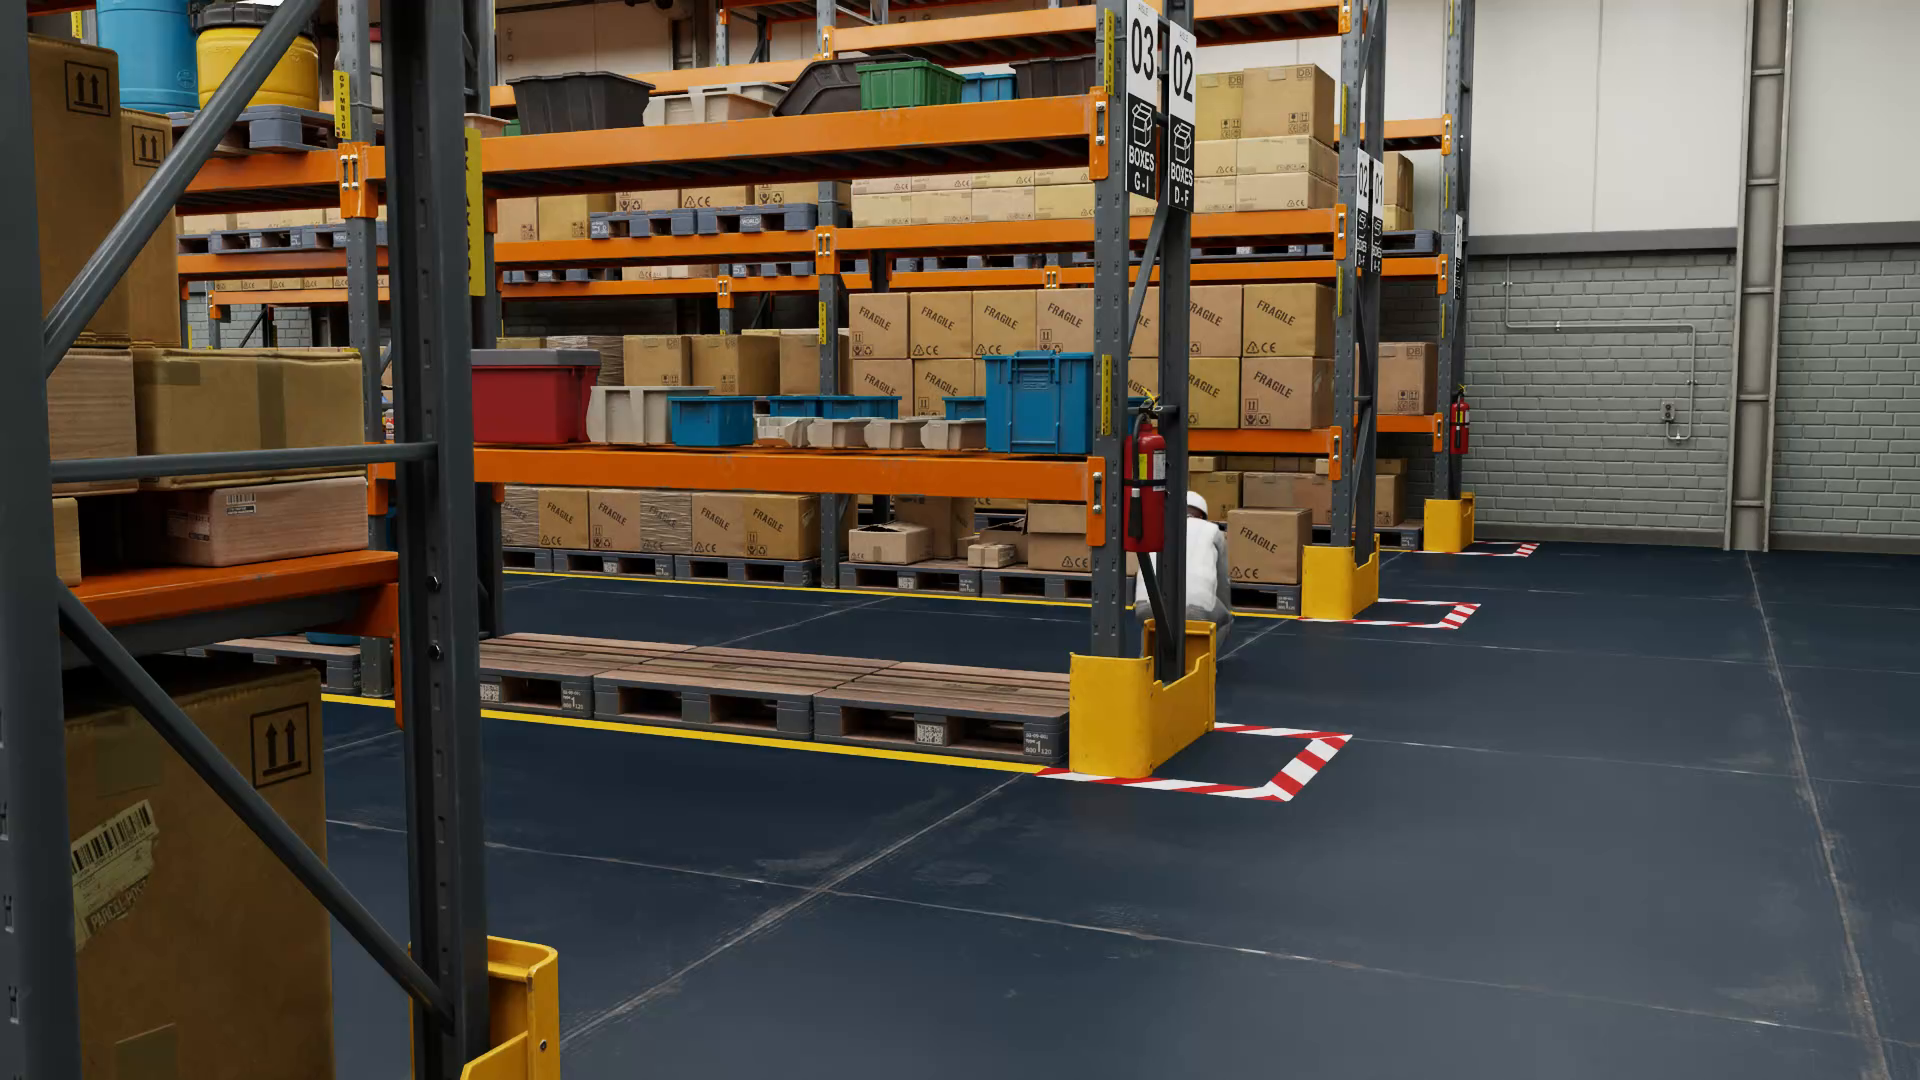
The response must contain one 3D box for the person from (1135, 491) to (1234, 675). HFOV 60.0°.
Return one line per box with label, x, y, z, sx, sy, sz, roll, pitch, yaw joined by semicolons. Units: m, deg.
person;1.264;0.247;9.384;0.525;1.011;0.881;2;6;23
